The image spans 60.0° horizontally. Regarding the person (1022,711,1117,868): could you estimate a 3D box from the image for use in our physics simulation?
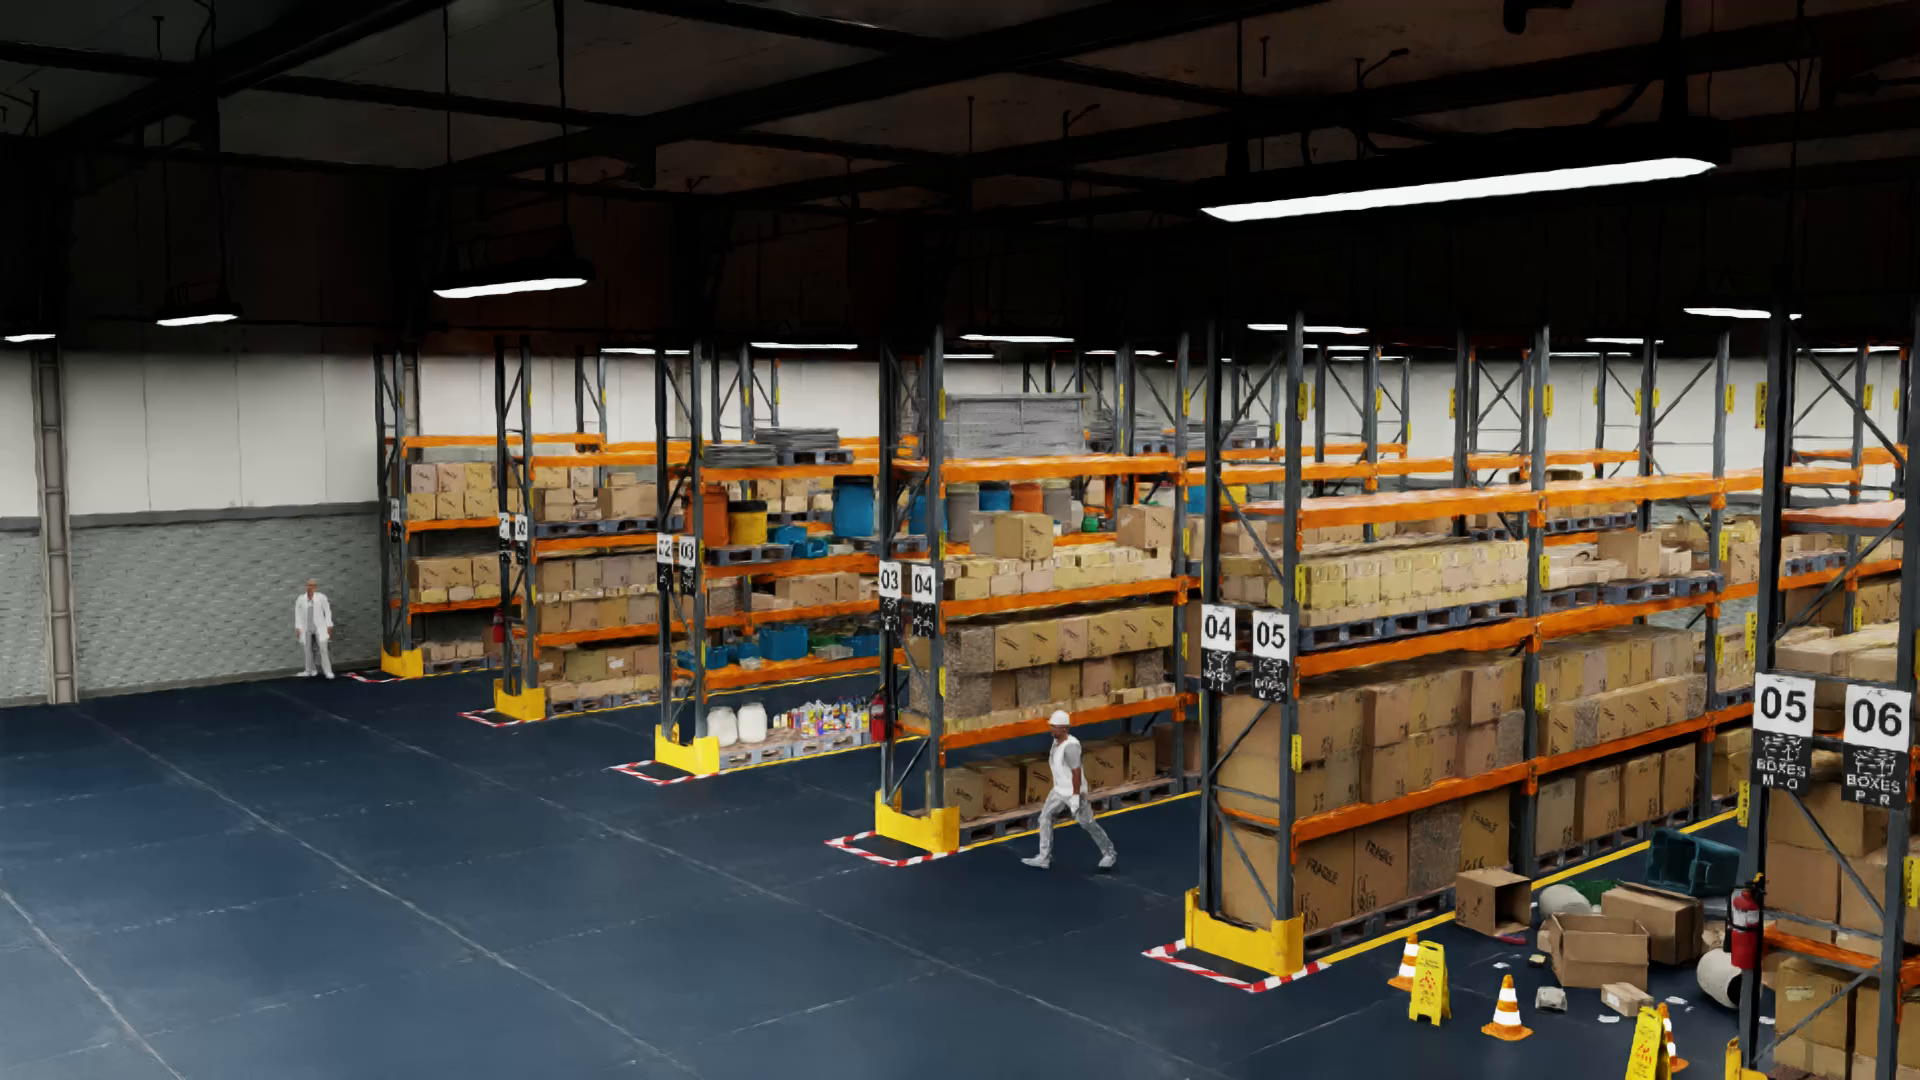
[{"bbox_3d":[1.192,2.686,17.862,0.984,1.731,0.607,-2,6,-20],"label":"person"}]

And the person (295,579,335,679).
[{"bbox_3d":[-11.464,1.573,29.561,0.749,1.770,0.580,-1,5,-6],"label":"person"}]
